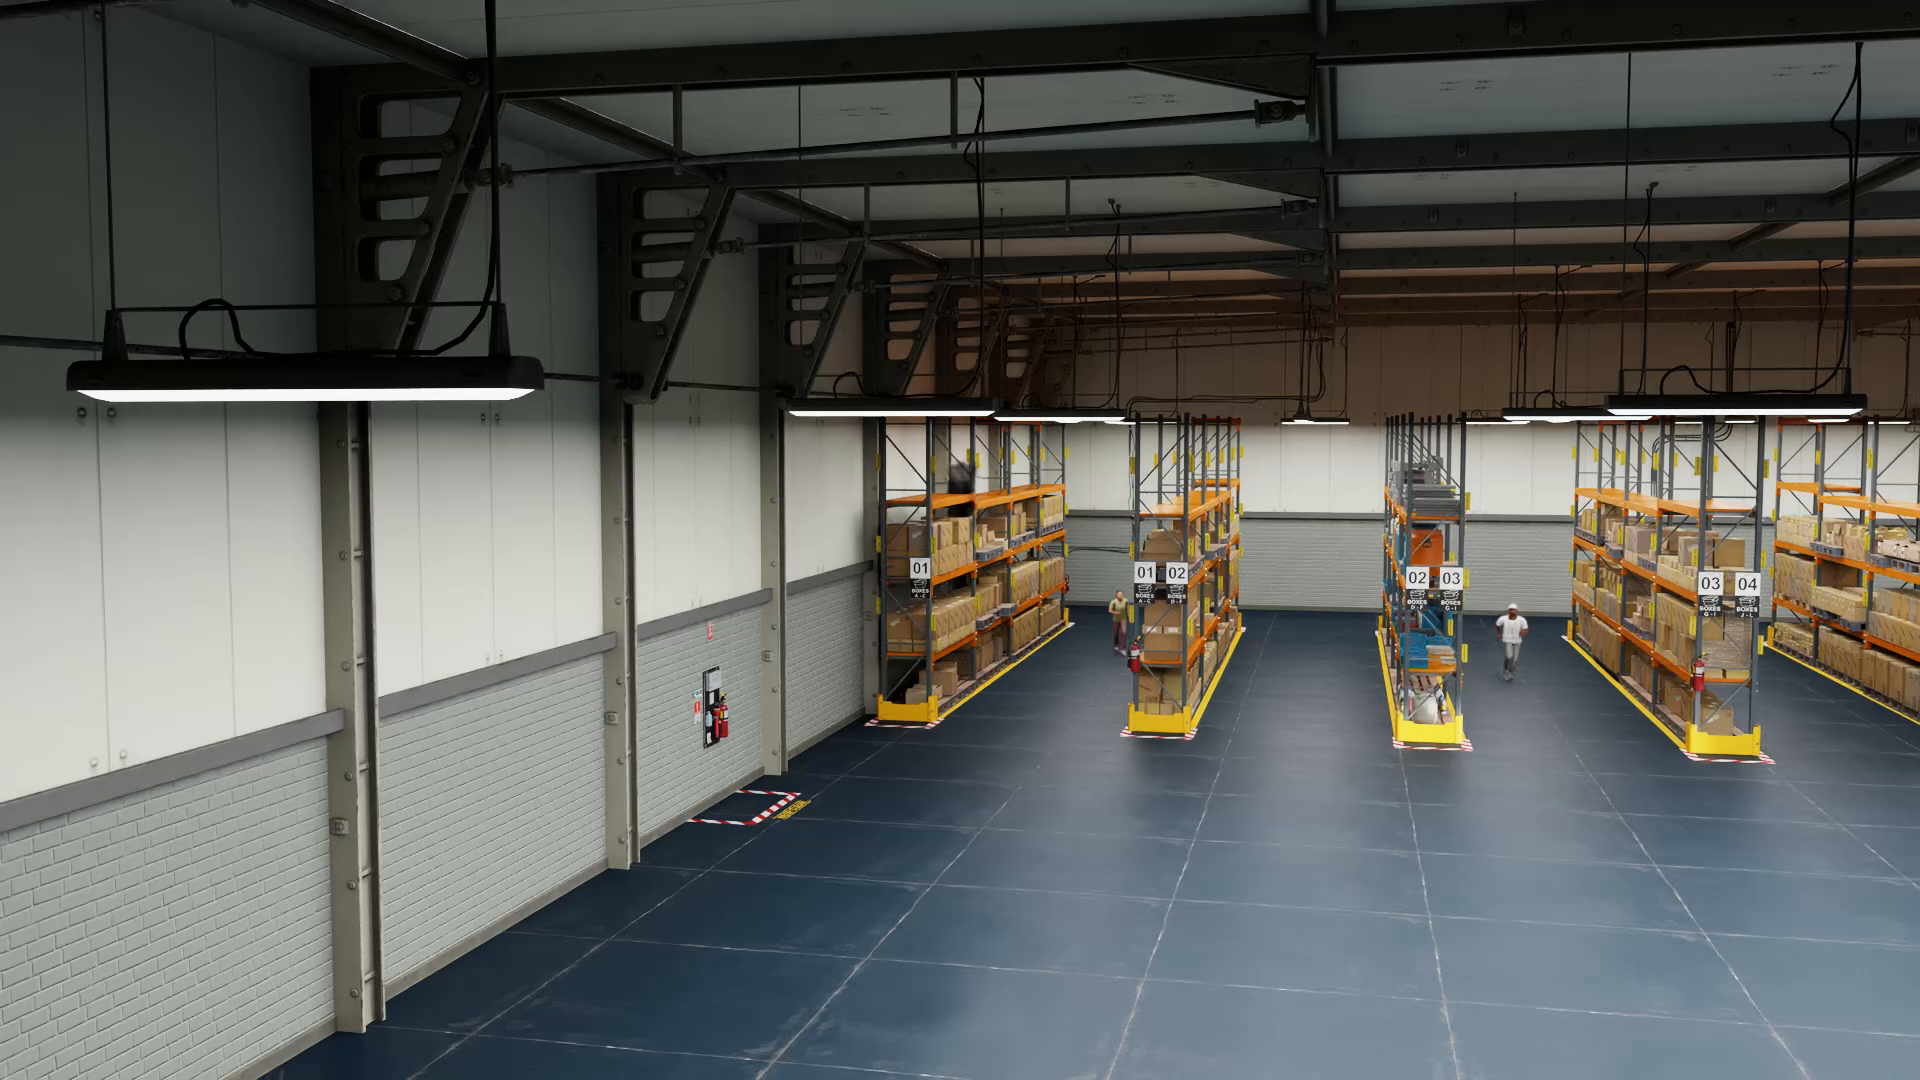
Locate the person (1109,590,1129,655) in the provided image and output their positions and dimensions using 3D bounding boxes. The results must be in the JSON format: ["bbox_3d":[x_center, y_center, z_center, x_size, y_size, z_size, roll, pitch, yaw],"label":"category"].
[{"bbox_3d":[4.032,2.055,42.115,0.578,1.643,0.938,0,4,-1],"label":"person"}]

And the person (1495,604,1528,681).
[{"bbox_3d":[12.444,2.309,37.453,0.667,1.754,0.692,1,4,8],"label":"person"}]
